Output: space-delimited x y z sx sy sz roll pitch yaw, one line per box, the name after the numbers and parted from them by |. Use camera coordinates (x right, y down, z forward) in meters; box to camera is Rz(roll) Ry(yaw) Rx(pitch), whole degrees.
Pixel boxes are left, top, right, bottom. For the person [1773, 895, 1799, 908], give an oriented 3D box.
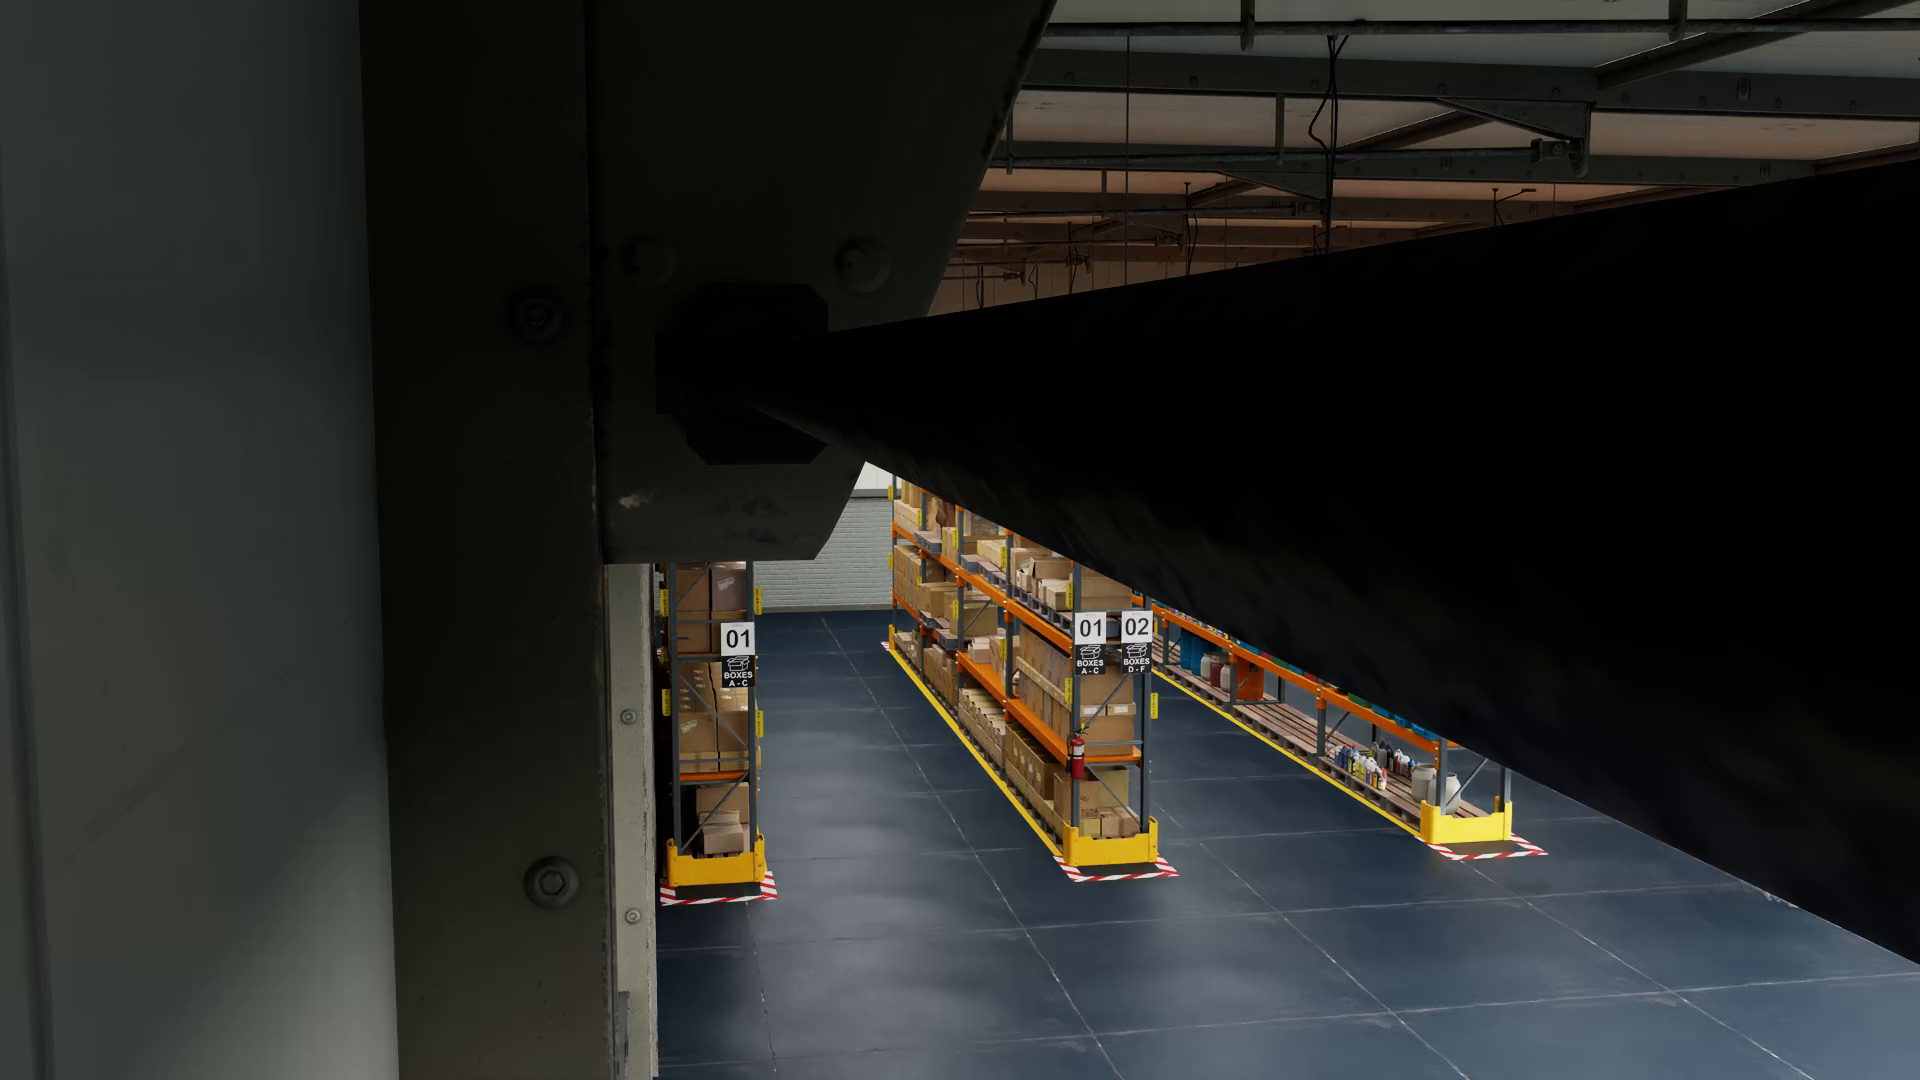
9.621 3.437 19.183 0.611 1.654 0.609 1 6 7 | person
